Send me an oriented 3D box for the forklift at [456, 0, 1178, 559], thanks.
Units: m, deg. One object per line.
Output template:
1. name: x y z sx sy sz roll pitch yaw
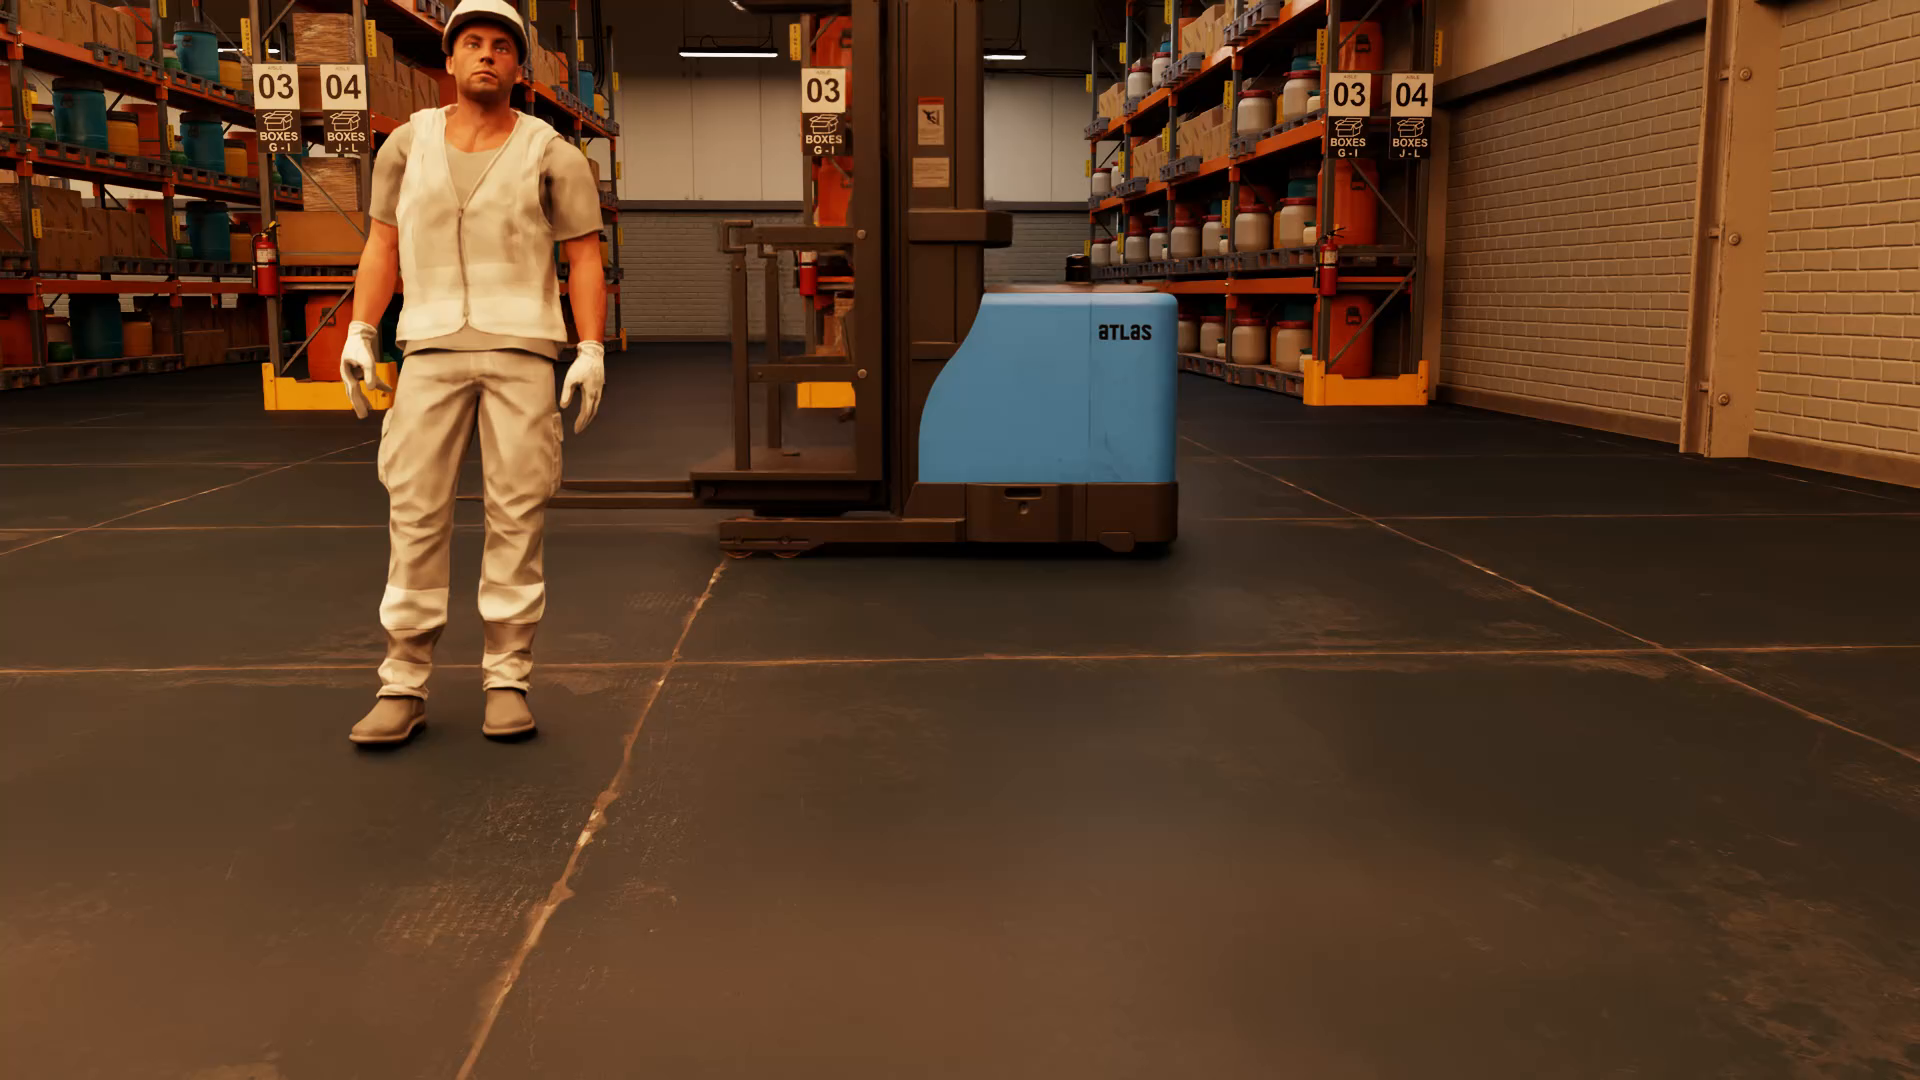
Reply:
1. forklift: -0.611 -1.451 7.102 3.031 2.935 1.130 0 8 1

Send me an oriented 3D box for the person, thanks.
1. person: -1.188 -0.423 4.048 0.635 1.792 0.536 -1 8 -5
